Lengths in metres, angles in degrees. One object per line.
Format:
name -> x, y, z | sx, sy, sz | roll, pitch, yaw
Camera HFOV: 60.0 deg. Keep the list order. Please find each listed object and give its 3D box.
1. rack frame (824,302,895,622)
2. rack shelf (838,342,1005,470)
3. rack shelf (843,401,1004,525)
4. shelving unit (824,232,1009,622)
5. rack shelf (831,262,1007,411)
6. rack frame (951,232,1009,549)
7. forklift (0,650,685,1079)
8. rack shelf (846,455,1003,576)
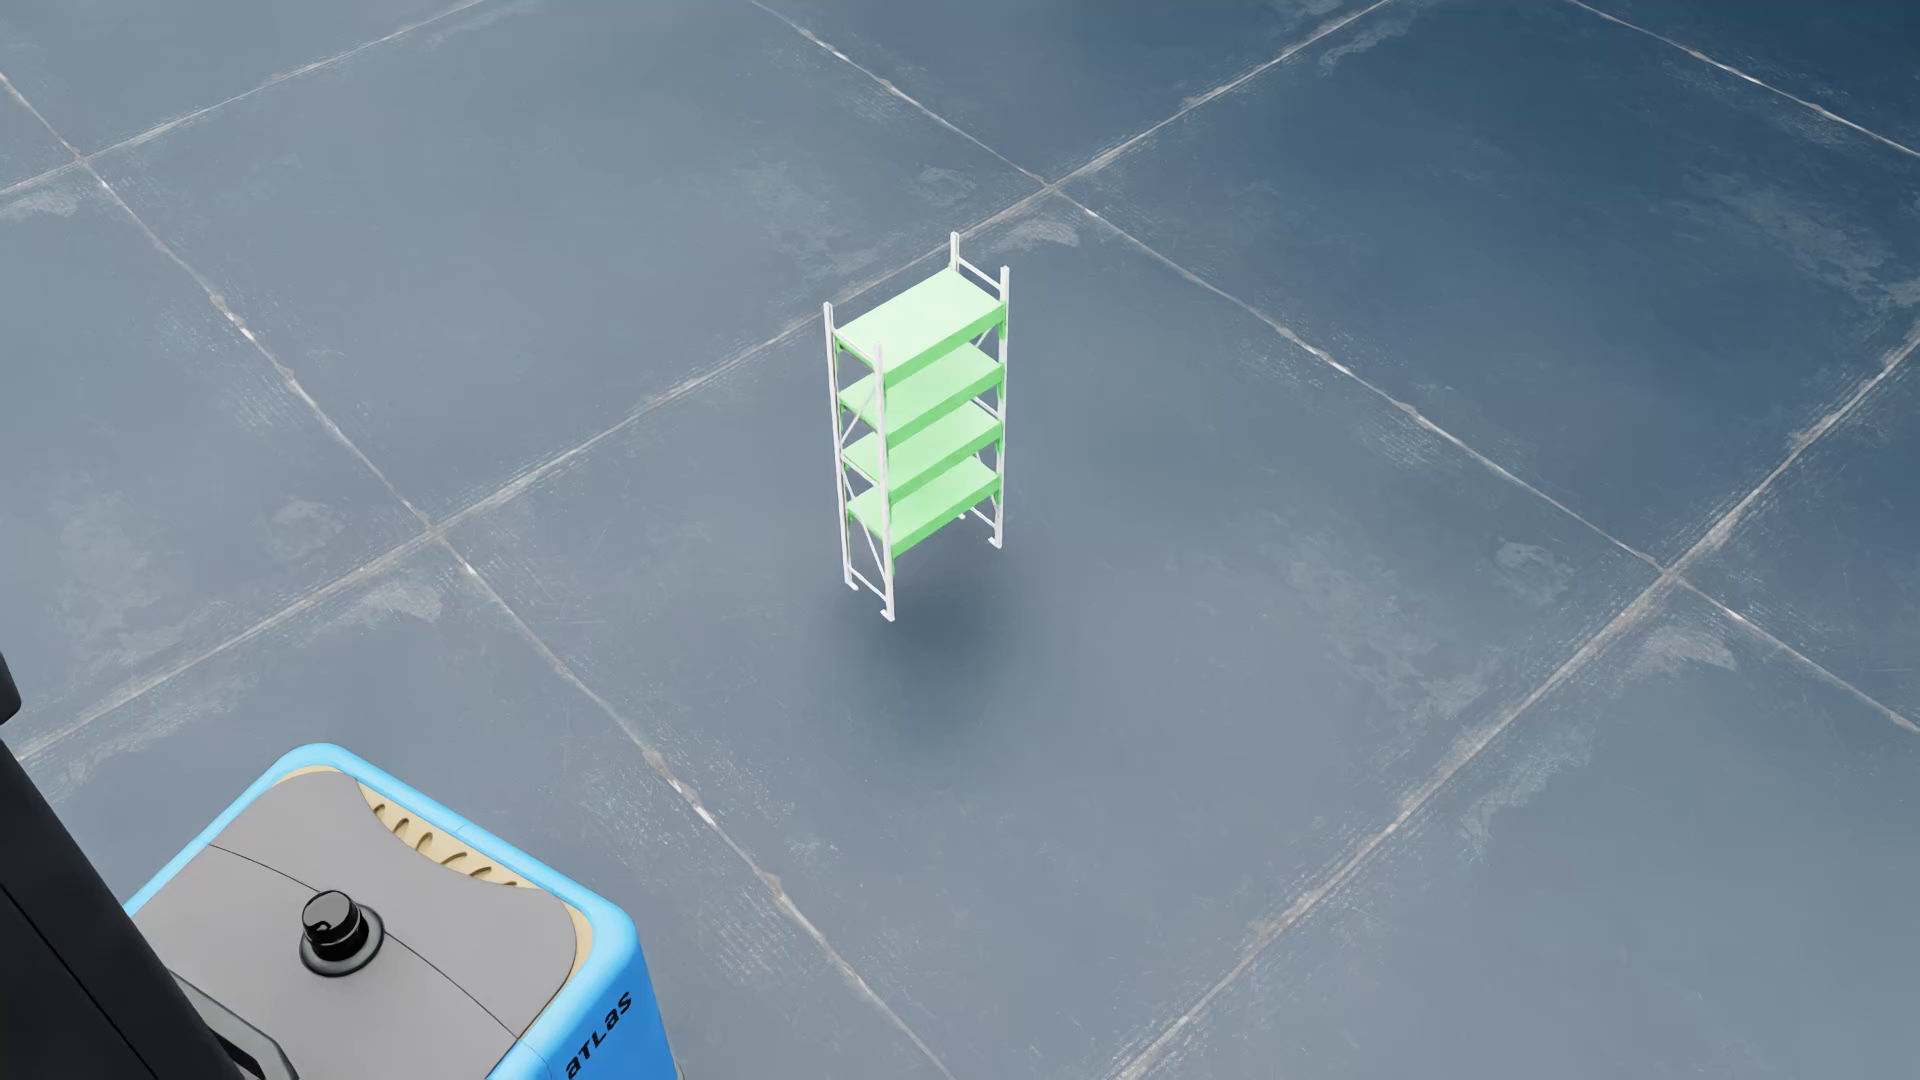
rack frame -> -0.303, -0.204, 5.122 | 0.015, 1.200, 0.240 | -34, 56, -27
rack shelf -> -0.122, -0.444, 5.104 | 0.480, 0.148, 0.258 | -34, 56, -27
rack shelf -> -0.122, -0.282, 5.280 | 0.480, 0.148, 0.258 | -34, 56, -27
shelving unit -> -0.122, -0.325, 5.234 | 0.503, 1.200, 0.258 | -34, 56, -27
rack shelf -> -0.122, -0.607, 4.928 | 0.480, 0.148, 0.258 | -34, 56, -27
rack frame -> 0.058, -0.446, 5.345 | 0.015, 1.200, 0.240 | -34, 56, -27
forklift -> -1.863, 1.296, 2.560 | 1.130, 2.935, 3.031 | 24, 52, 20
rack shelf -> -0.122, -0.119, 5.457 | 0.480, 0.148, 0.258 | -34, 56, -27
